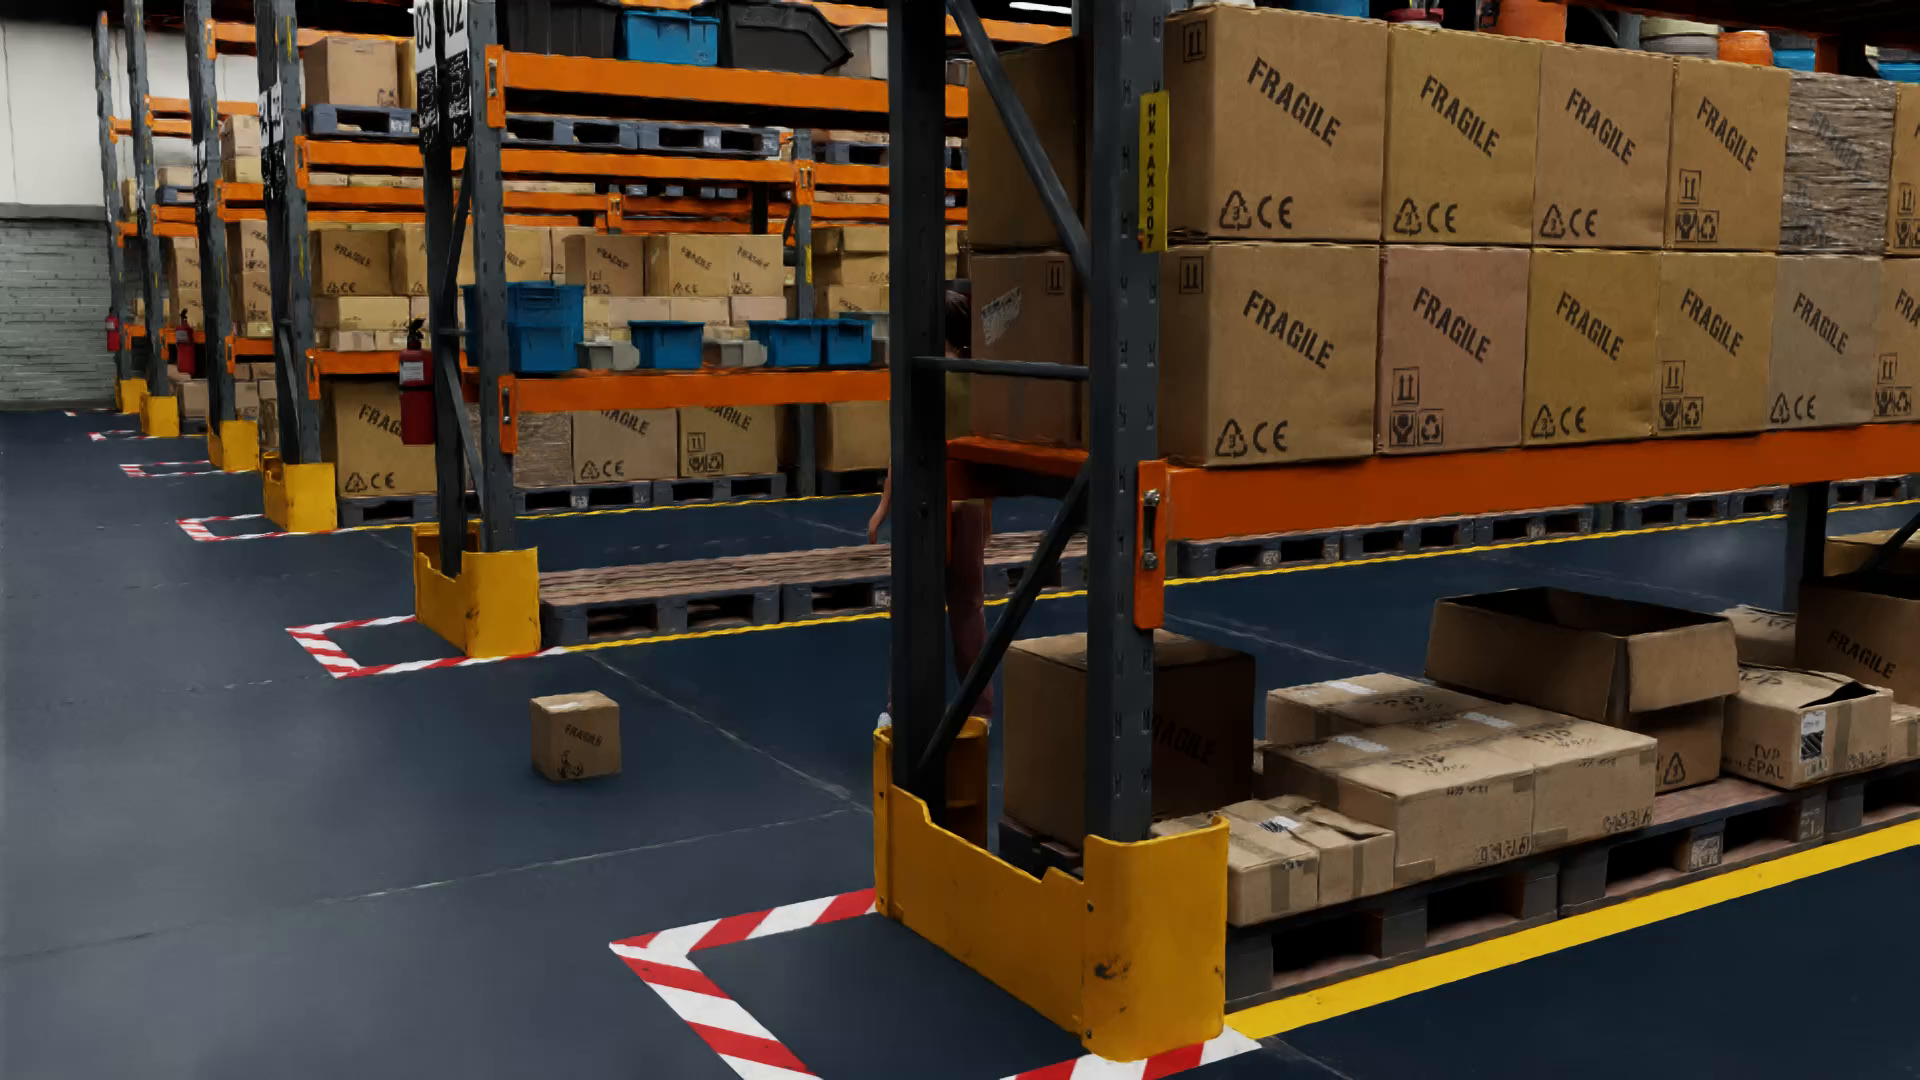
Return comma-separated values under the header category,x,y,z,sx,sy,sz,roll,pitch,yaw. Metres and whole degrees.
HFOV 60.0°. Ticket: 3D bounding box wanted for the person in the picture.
category,x,y,z,sx,sy,sz,roll,pitch,yaw
person,-0.092,-0.086,6.239,0.572,1.680,0.388,-7,11,-40
